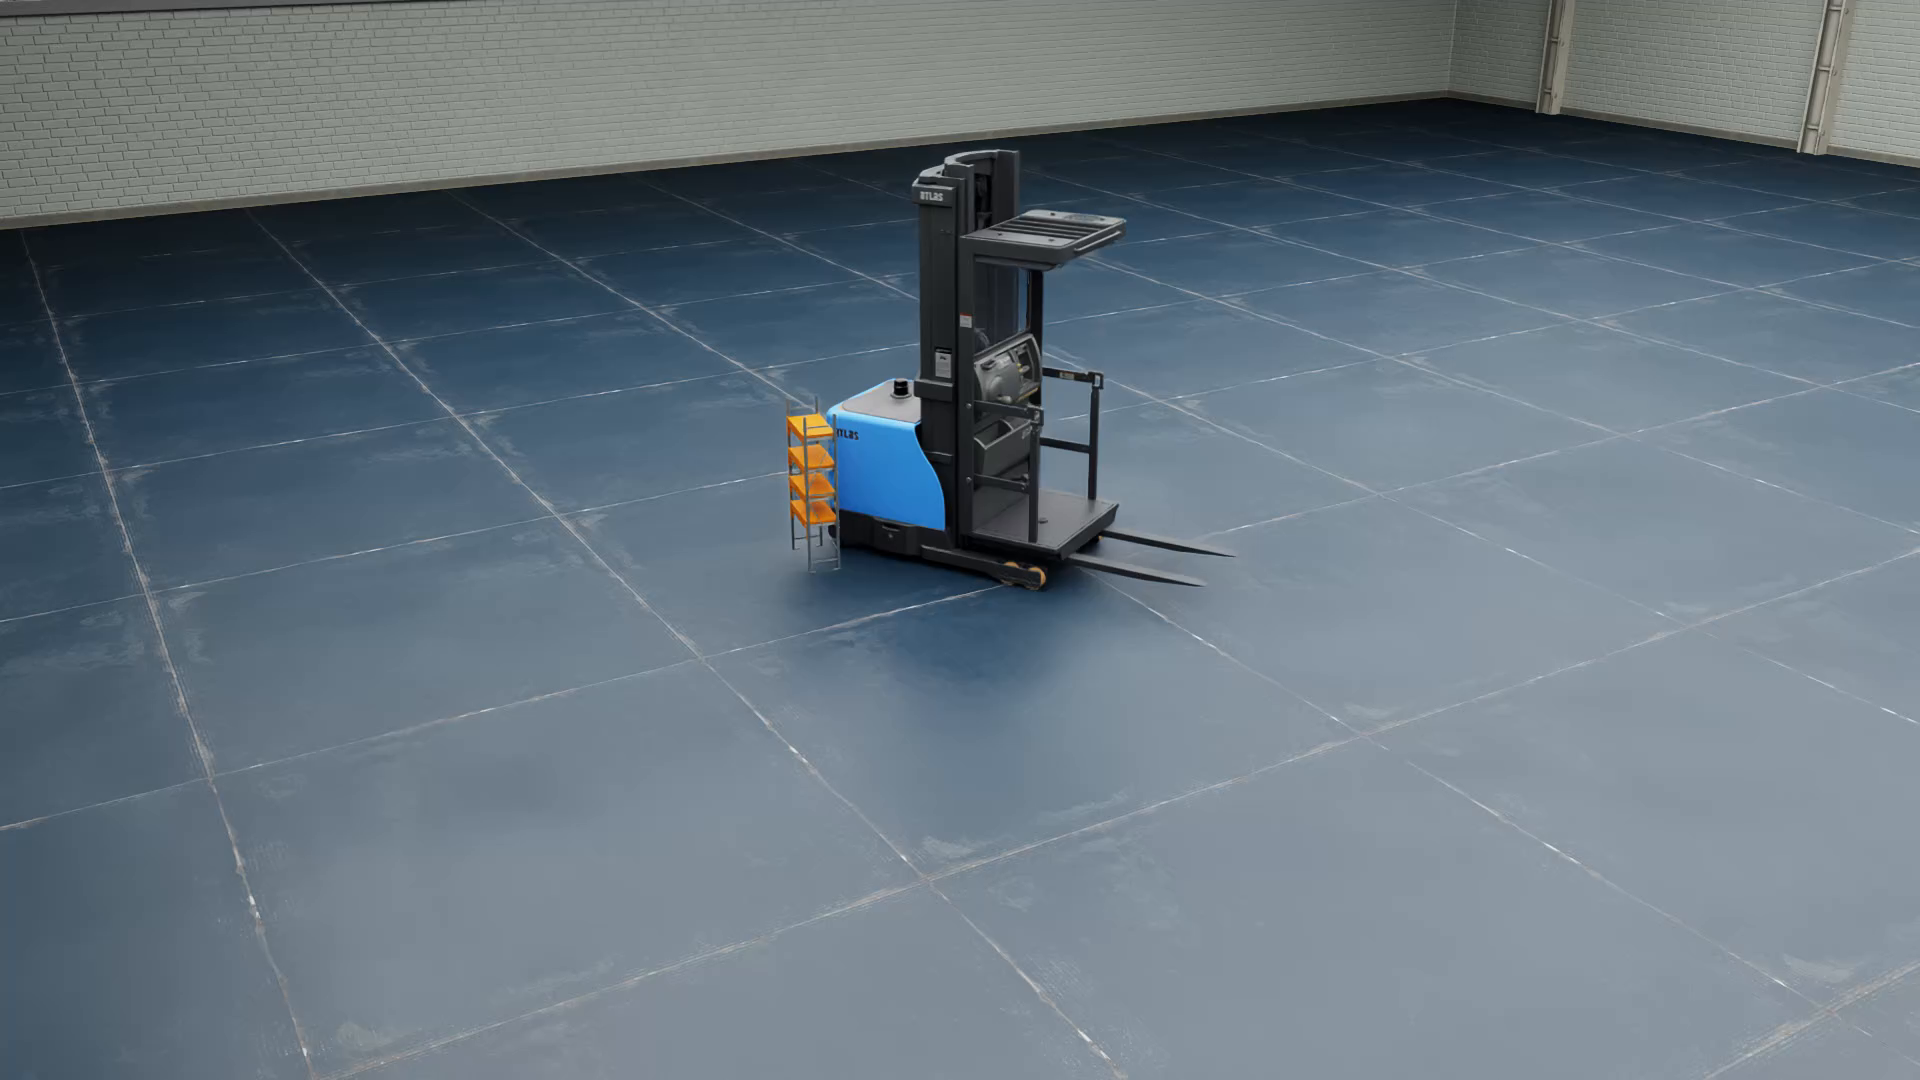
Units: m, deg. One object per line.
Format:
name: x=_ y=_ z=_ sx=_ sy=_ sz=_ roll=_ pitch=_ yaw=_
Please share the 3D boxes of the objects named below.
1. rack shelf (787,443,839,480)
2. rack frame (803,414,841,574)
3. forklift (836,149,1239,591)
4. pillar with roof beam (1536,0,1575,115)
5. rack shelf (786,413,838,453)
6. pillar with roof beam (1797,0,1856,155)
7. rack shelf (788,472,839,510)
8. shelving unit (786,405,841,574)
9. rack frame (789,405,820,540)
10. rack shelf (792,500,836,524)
rack shelf: x=-1.079 y=-0.558 z=12.175 sx=0.258 sy=0.148 sz=0.480 roll=-8 pitch=23 yaw=-18
rack frame: x=-0.997 y=-0.326 z=12.021 sx=0.240 sy=1.200 sz=0.015 roll=-8 pitch=23 yaw=-18
forklift: x=0.527 y=-1.222 z=11.925 sx=3.031 sy=2.935 sz=1.121 roll=12 pitch=25 yaw=27
pillar with roof beam: x=8.591 y=-12.264 z=31.034 sx=9.100 sy=9.000 sz=0.400 roll=-13 pitch=25 yaw=-28
rack shelf: x=-1.079 y=-0.777 z=12.086 sx=0.258 sy=0.148 sz=0.480 roll=-8 pitch=23 yaw=-18
pillar with roof beam: x=11.656 y=-10.322 z=26.255 sx=9.100 sy=9.000 sz=0.400 roll=-13 pitch=25 yaw=-28
rack shelf: x=-1.079 y=-0.351 z=12.259 sx=0.258 sy=0.148 sz=0.480 roll=-8 pitch=23 yaw=-18
shelving unit: x=-1.079 y=-0.412 z=12.232 sx=0.258 sy=1.200 sz=0.499 roll=-8 pitch=23 yaw=-18
rack frame: x=-1.163 y=-0.499 z=12.446 sx=0.228 sy=1.046 sz=0.006 roll=-8 pitch=23 yaw=-18
rack shelf: x=-1.079 y=-0.216 z=12.314 sx=0.221 sy=0.021 sz=0.457 roll=-8 pitch=23 yaw=-18
